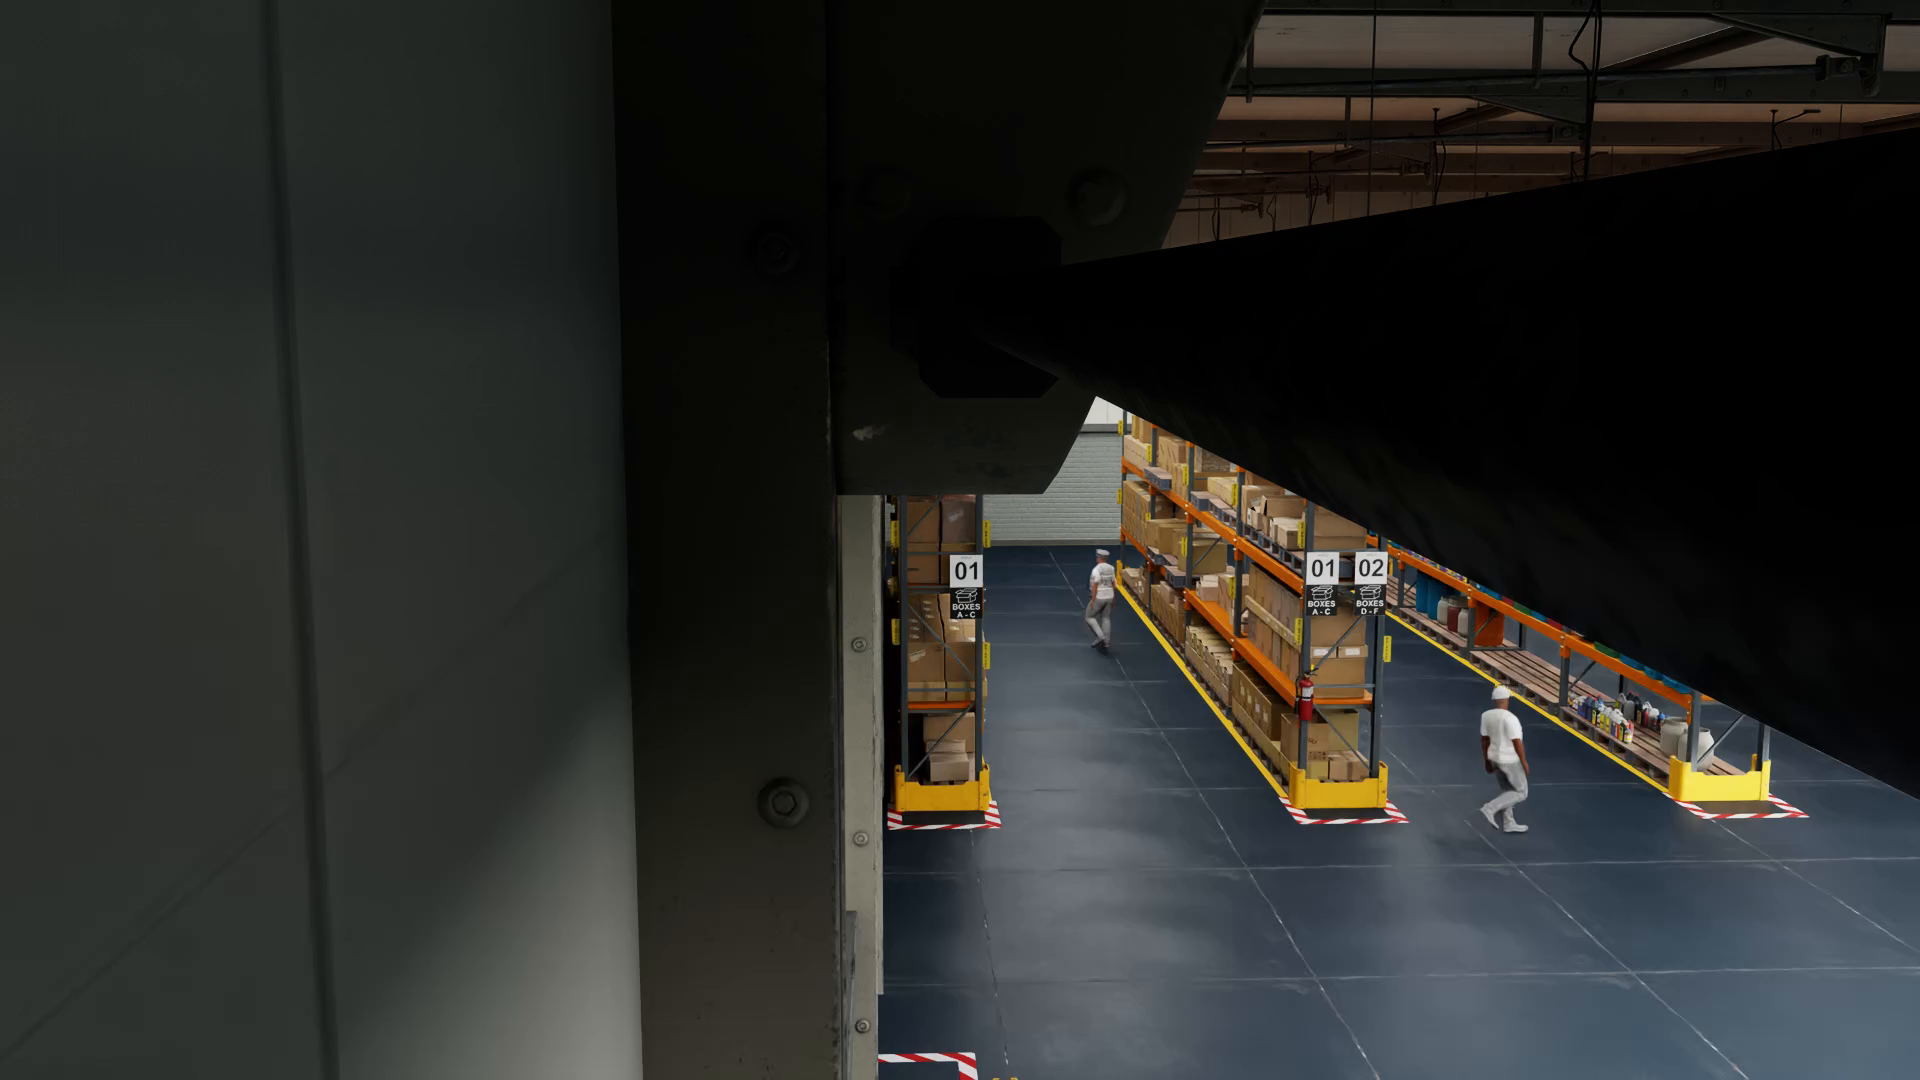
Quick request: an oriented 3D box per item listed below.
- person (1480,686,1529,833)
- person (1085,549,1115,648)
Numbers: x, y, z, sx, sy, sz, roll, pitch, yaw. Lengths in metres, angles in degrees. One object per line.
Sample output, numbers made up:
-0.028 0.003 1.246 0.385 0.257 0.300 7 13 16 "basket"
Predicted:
6.392 2.590 19.551 0.694 1.753 0.590 -3 9 -18 "person"
2.571 1.057 29.919 0.587 1.758 0.481 -7 11 -38 "person"
